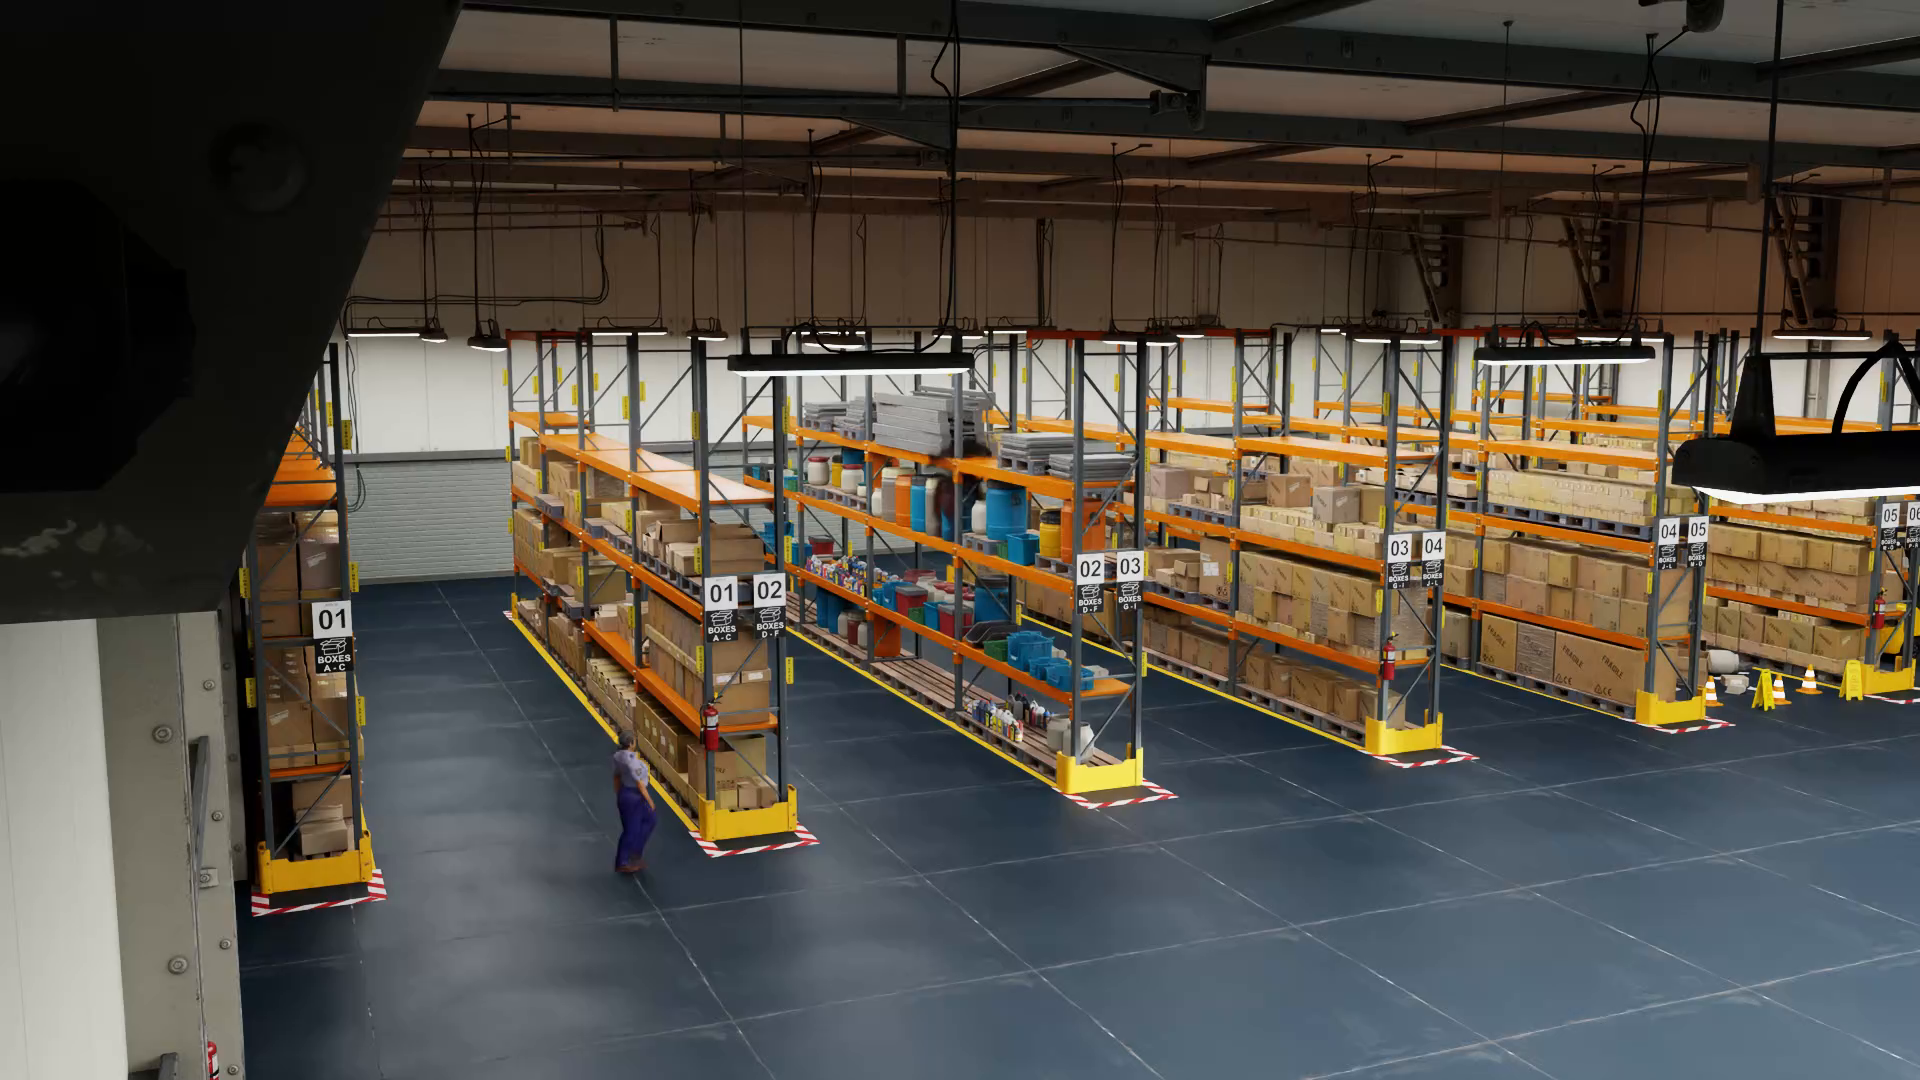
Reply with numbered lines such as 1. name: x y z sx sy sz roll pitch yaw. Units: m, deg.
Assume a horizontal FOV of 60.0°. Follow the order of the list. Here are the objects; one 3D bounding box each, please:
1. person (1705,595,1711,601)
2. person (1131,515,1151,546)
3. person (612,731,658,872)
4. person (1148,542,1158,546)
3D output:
1. person: 15.174 0.905 33.864 0.393 1.689 0.531 1 8 10
2. person: 4.714 -0.371 42.890 0.725 1.736 0.617 -6 10 -39
3. person: -3.685 2.970 18.845 0.503 1.668 0.493 -2 8 -12
4. person: 4.001 0.846 34.343 0.448 1.639 0.974 -4 9 -26
